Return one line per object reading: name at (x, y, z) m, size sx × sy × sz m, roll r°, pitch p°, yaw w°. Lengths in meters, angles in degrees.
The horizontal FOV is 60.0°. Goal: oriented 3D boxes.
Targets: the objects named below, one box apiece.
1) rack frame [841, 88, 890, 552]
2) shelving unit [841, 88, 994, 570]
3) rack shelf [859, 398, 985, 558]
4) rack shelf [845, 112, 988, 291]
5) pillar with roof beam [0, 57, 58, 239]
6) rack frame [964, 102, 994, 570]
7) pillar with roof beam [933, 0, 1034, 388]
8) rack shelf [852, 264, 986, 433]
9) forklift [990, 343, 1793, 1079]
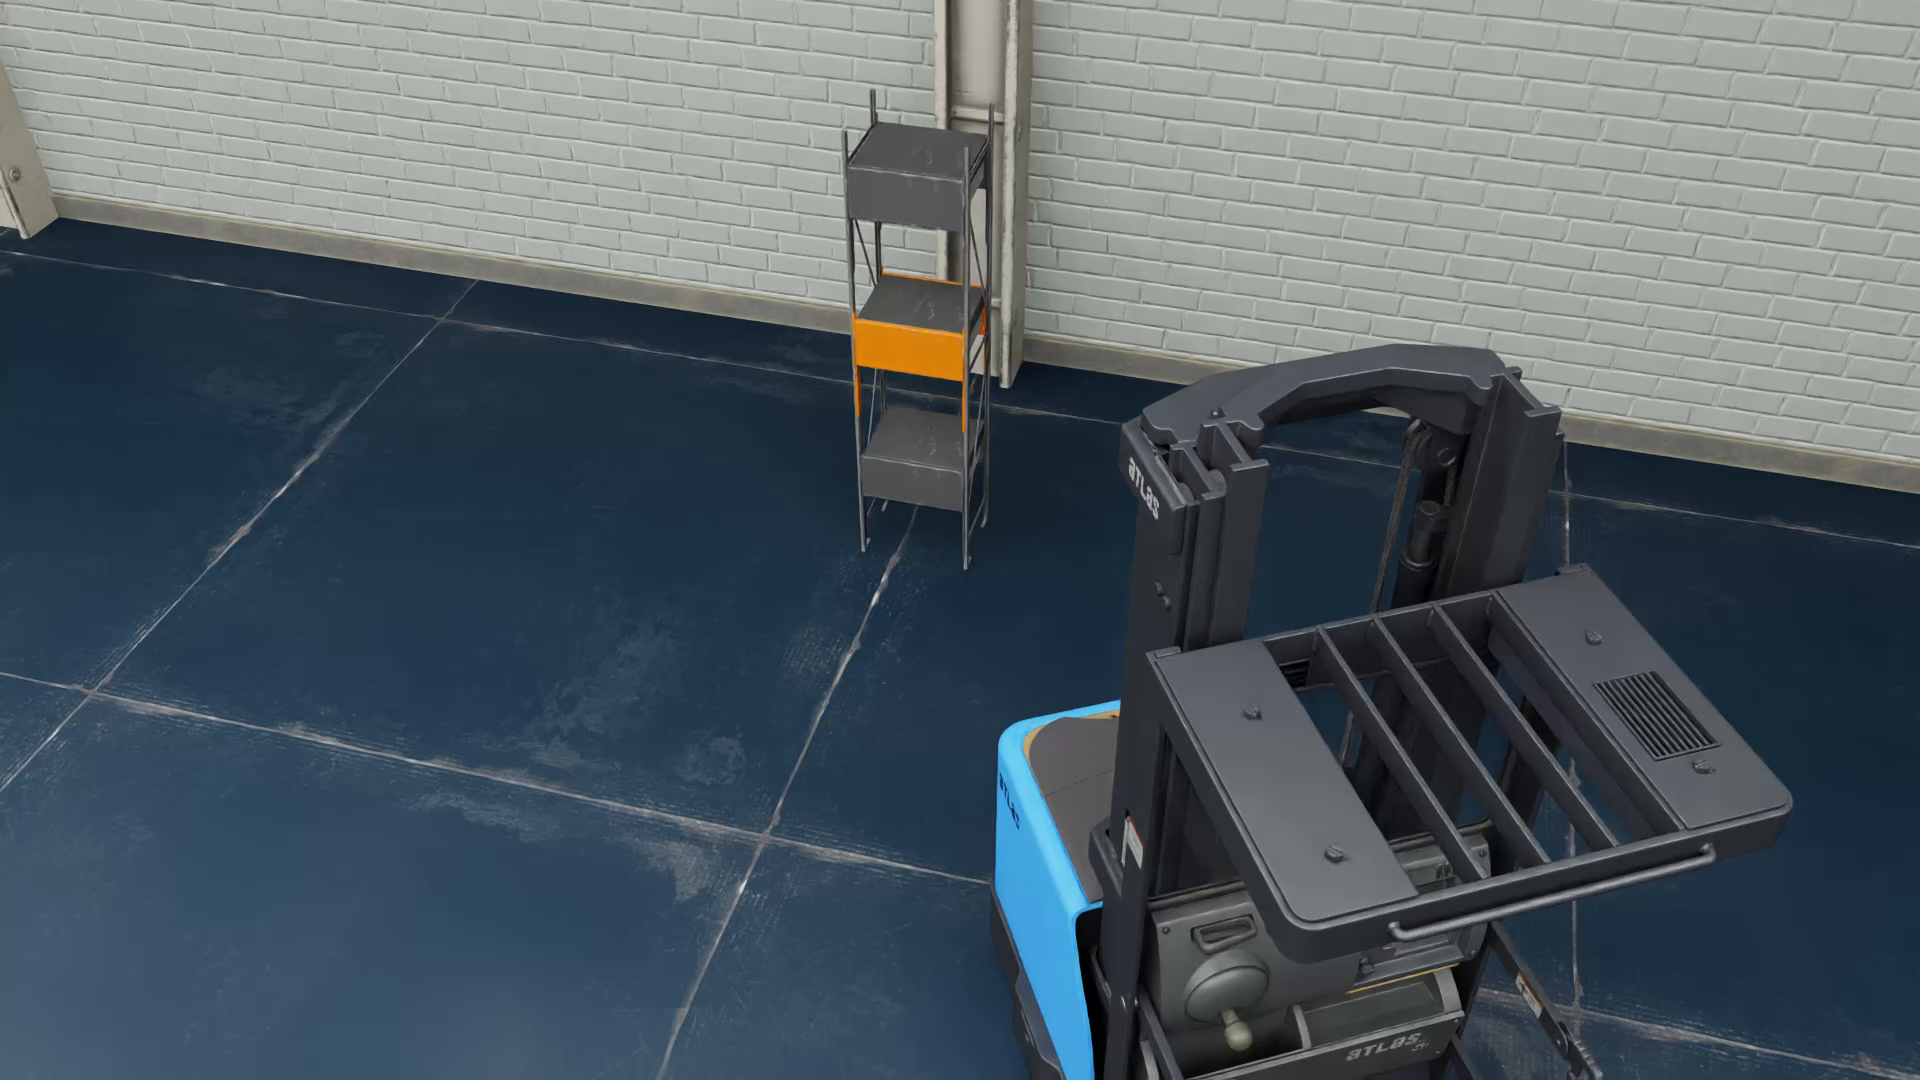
rack frame at (-0.396, -0.872, 7.156) m, size 0.015 × 2.100 × 0.400 m, roll 10°, pitch 41°, yaw 11°
shelving unit at (-0.160, -0.832, 7.107) m, size 0.503 × 2.100 × 0.431 m, roll 10°, pitch 41°, yaw 11°
rack shelf at (-0.160, -0.285, 7.566) m, size 0.480 × 0.518 × 0.431 m, roll 10°, pitch 41°, yaw 11°
rack shelf at (-0.160, -1.357, 6.666) m, size 0.480 × 0.518 × 0.431 m, roll 10°, pitch 41°, yaw 11°
pillar with roof beam at (-6.799, -2.689, 3.954) m, size 0.400 × 9.000 × 9.100 m, roll 10°, pitch 41°, yaw 11°
rack frame at (0.076, -0.791, 7.059) m, size 0.015 × 2.100 × 0.400 m, roll 10°, pitch 41°, yaw 11°
pillar with roof beam at (-1.003, -1.691, 2.767) m, size 0.400 × 9.000 × 9.100 m, roll 10°, pitch 41°, yaw 11°
rack shelf at (-0.160, -0.821, 7.116) m, size 0.480 × 0.518 × 0.431 m, roll 10°, pitch 41°, yaw 11°
forklift at (1.005, 1.121, 4.136) m, size 1.130 × 2.935 × 3.031 m, roll -10°, pitch 41°, yaw -12°
